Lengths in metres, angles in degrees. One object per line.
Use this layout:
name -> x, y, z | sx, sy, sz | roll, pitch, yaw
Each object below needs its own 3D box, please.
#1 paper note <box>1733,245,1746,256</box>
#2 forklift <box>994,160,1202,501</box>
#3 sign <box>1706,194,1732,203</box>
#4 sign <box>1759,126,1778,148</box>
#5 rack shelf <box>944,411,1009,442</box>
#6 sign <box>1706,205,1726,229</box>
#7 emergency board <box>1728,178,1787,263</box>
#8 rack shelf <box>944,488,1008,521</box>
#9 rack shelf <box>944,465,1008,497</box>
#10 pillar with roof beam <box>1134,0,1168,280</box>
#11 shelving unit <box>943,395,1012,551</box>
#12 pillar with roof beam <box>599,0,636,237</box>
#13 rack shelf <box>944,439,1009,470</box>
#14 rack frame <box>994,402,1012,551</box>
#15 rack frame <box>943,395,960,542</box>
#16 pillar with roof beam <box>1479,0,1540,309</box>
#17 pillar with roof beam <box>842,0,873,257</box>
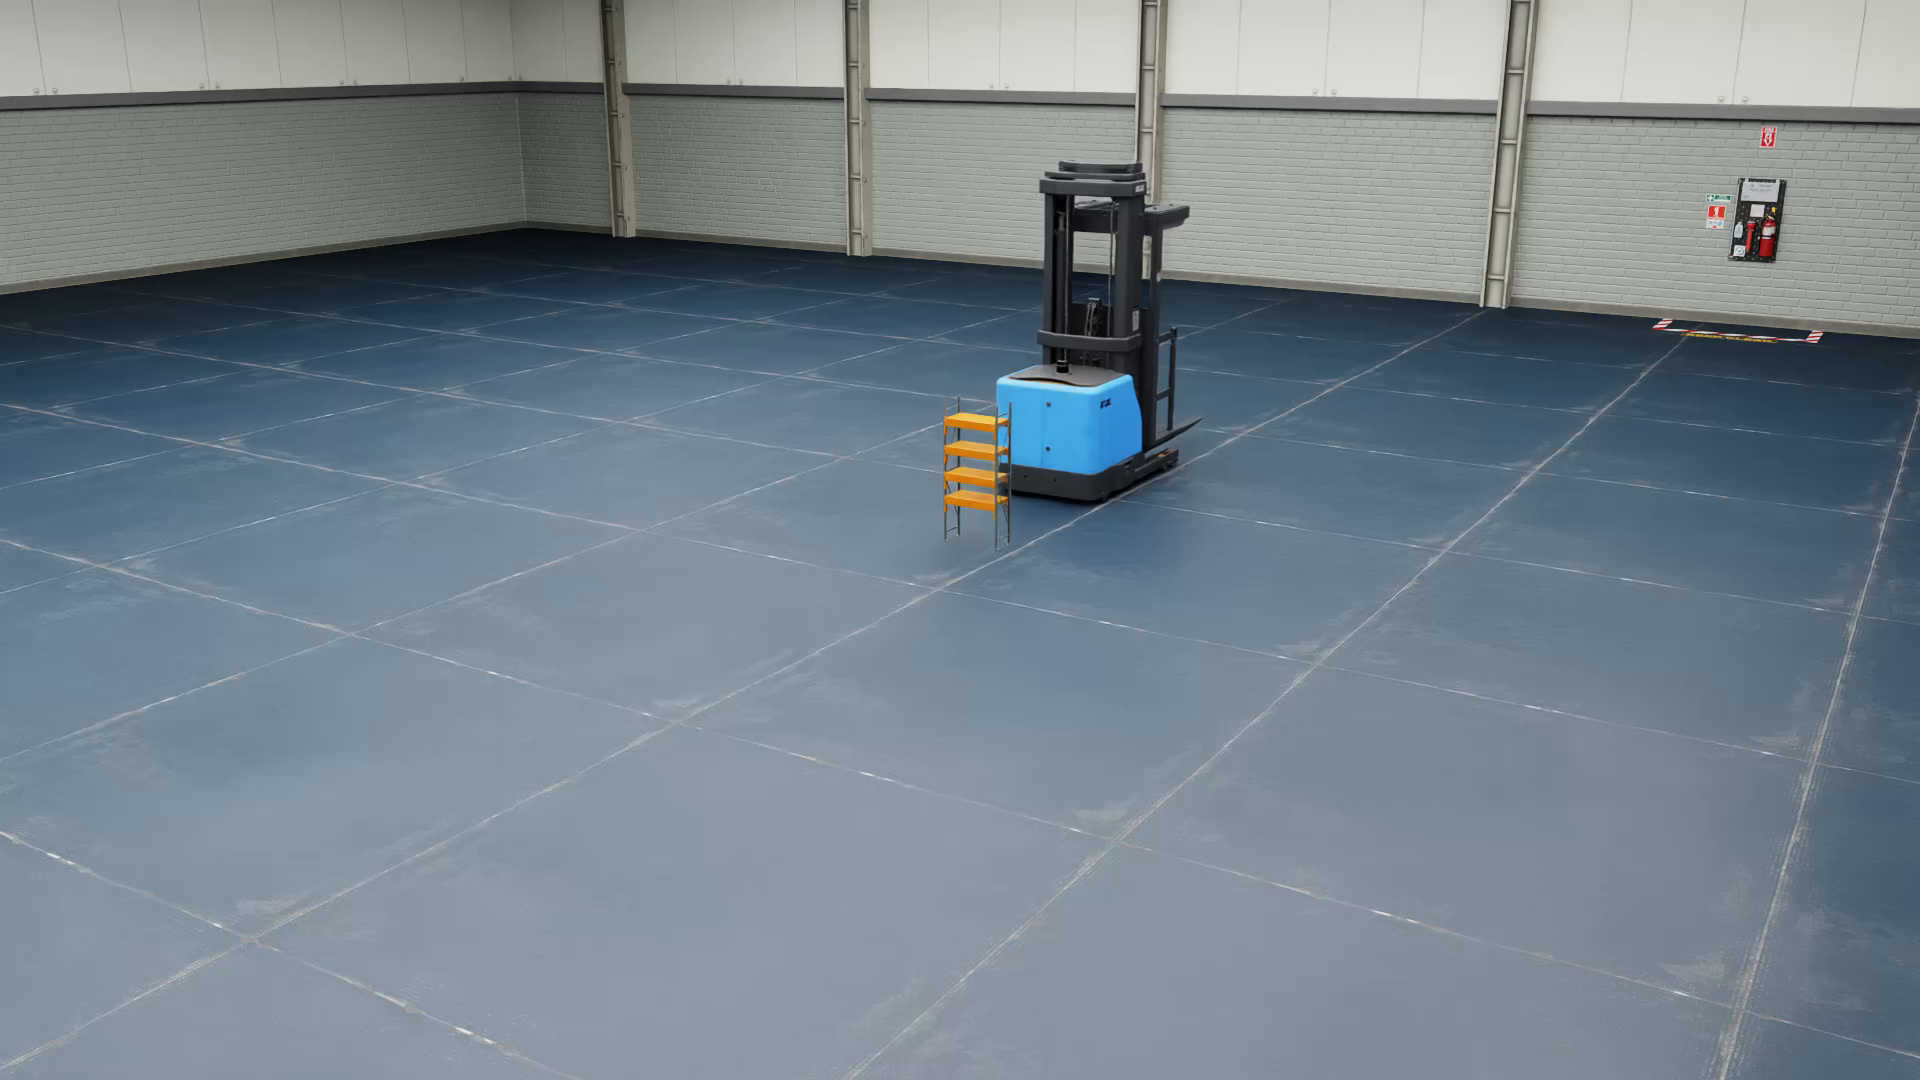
paper note -> 11.222, -4.162, 23.937 | 0.142, 0.148, 0.016 | 10, 20, 30
forklift -> 1.480, -2.129, 15.848 | 1.130, 2.935, 3.031 | 9, 19, 28
sign -> 10.919, -4.917, 23.933 | 0.331, 0.109, 0.001 | 10, 20, 30
sign -> 11.382, -5.674, 23.412 | 0.199, 0.298, 0.001 | 10, 20, 30
rack shelf -> 0.141, -0.925, 13.510 | 0.480, 0.148, 0.258 | 10, 20, 30
sign -> 10.920, -4.666, 24.020 | 0.234, 0.329, 0.001 | 10, 20, 30
emergency board -> 11.337, -4.539, 23.664 | 0.643, 1.169, 0.194 | 10, 20, 30
rack shelf -> 0.141, -0.295, 13.701 | 0.480, 0.148, 0.258 | 10, 20, 30
rack shelf -> 0.141, -0.485, 13.643 | 0.480, 0.148, 0.258 | 10, 20, 30
pillar with roof beam -> 0.944, -7.783, 24.022 | 0.400, 9.000, 9.100 | 10, 20, 30
shelving unit -> 0.141, -0.549, 13.624 | 0.503, 1.200, 0.258 | 10, 20, 30
pillar with roof beam -> -9.281, -9.609, 30.031 | 0.400, 9.000, 9.100 | 10, 20, 30
rack shelf -> 0.141, -0.699, 13.578 | 0.480, 0.148, 0.258 | 10, 20, 30
rack frame -> 0.349, -0.512, 13.502 | 0.015, 1.200, 0.240 | 10, 20, 30
rack frame -> -0.067, -0.586, 13.746 | 0.015, 1.200, 0.240 | 10, 20, 30
pillar with roof beam -> 6.057, -6.871, 21.018 | 0.400, 9.000, 9.100 | 10, 20, 30
pillar with roof beam -> -4.168, -8.696, 27.027 | 0.400, 9.000, 9.100 | 10, 20, 30
